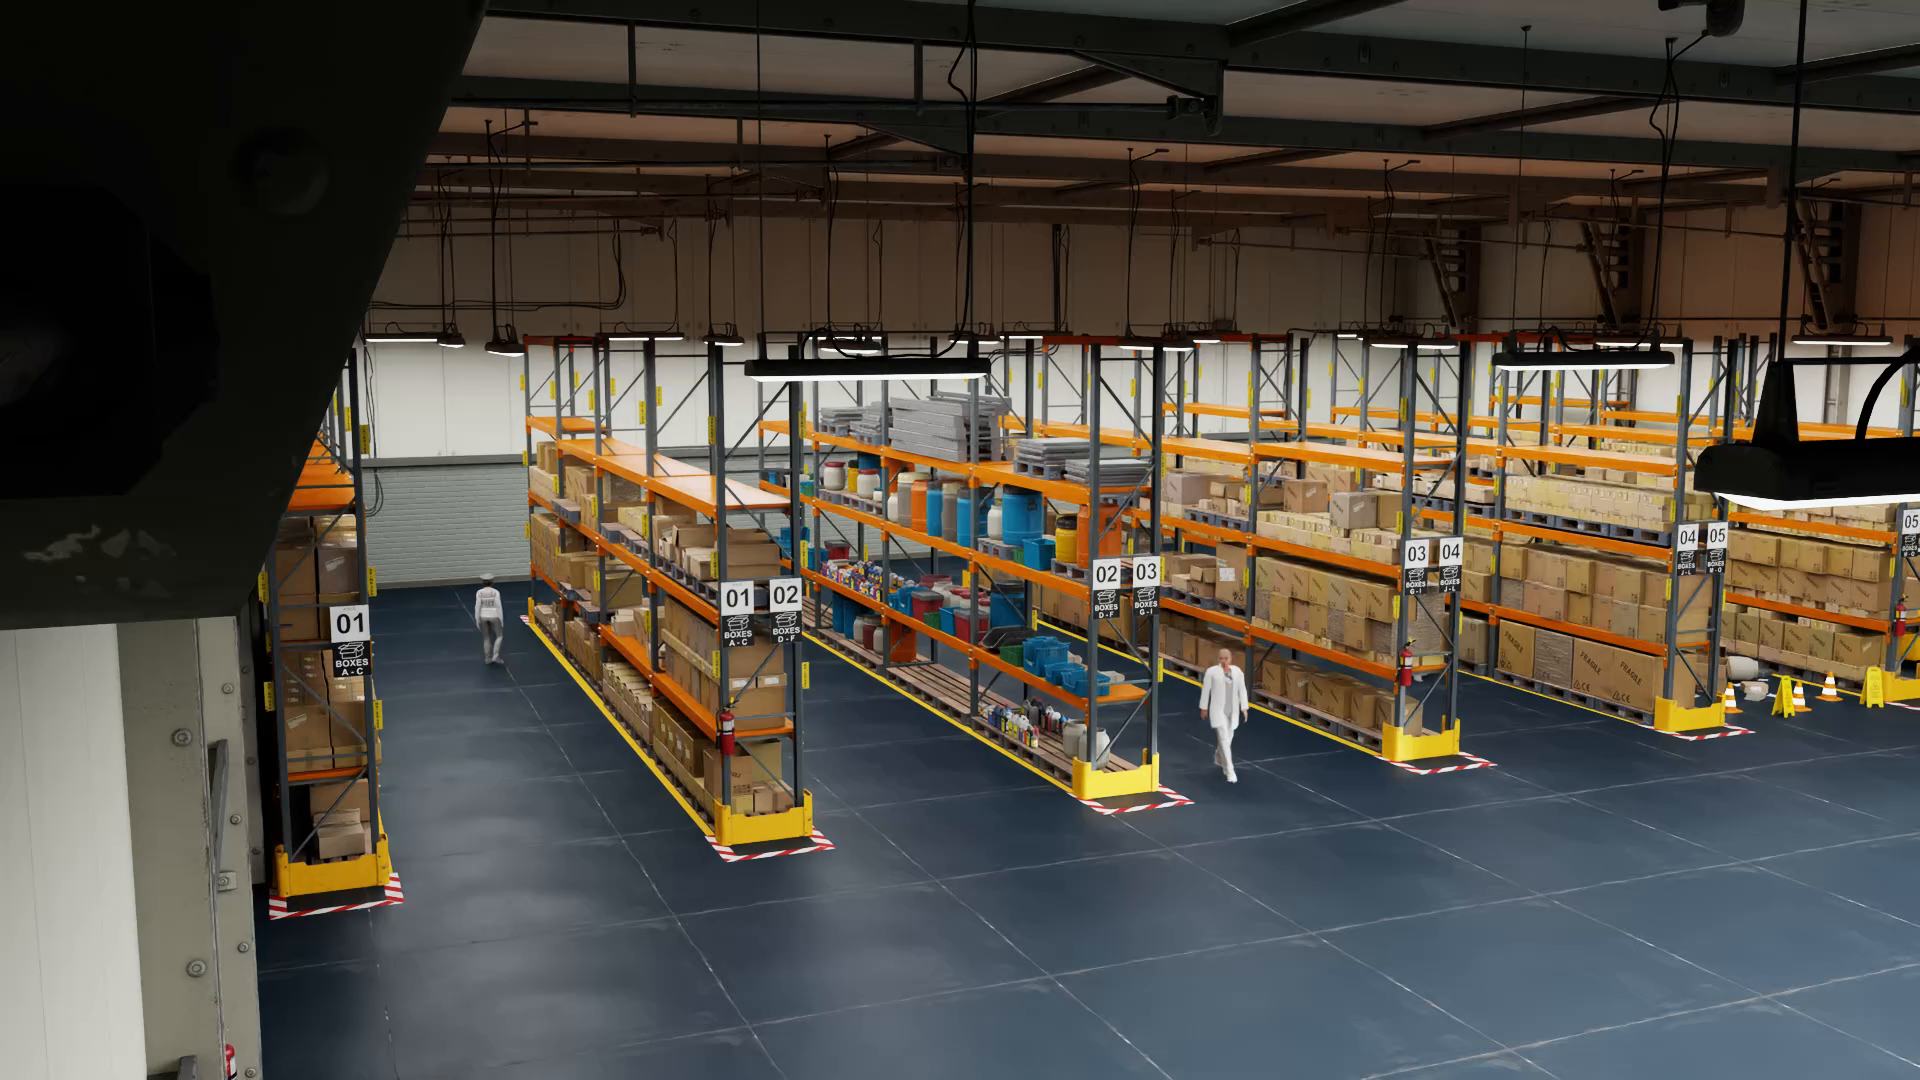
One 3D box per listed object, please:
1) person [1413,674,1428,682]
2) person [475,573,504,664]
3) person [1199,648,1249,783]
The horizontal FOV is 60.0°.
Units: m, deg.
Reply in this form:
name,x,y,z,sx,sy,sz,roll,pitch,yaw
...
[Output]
name,x,y,z,sx,sy,sz,roll,pitch,yaw
person,8.133,1.590,29.342,0.603,1.801,0.586,-1,8,-9
person,-8.638,1.457,30.486,0.521,1.680,0.485,0,8,4
person,3.692,2.409,23.103,0.613,1.818,0.845,-2,8,-16
